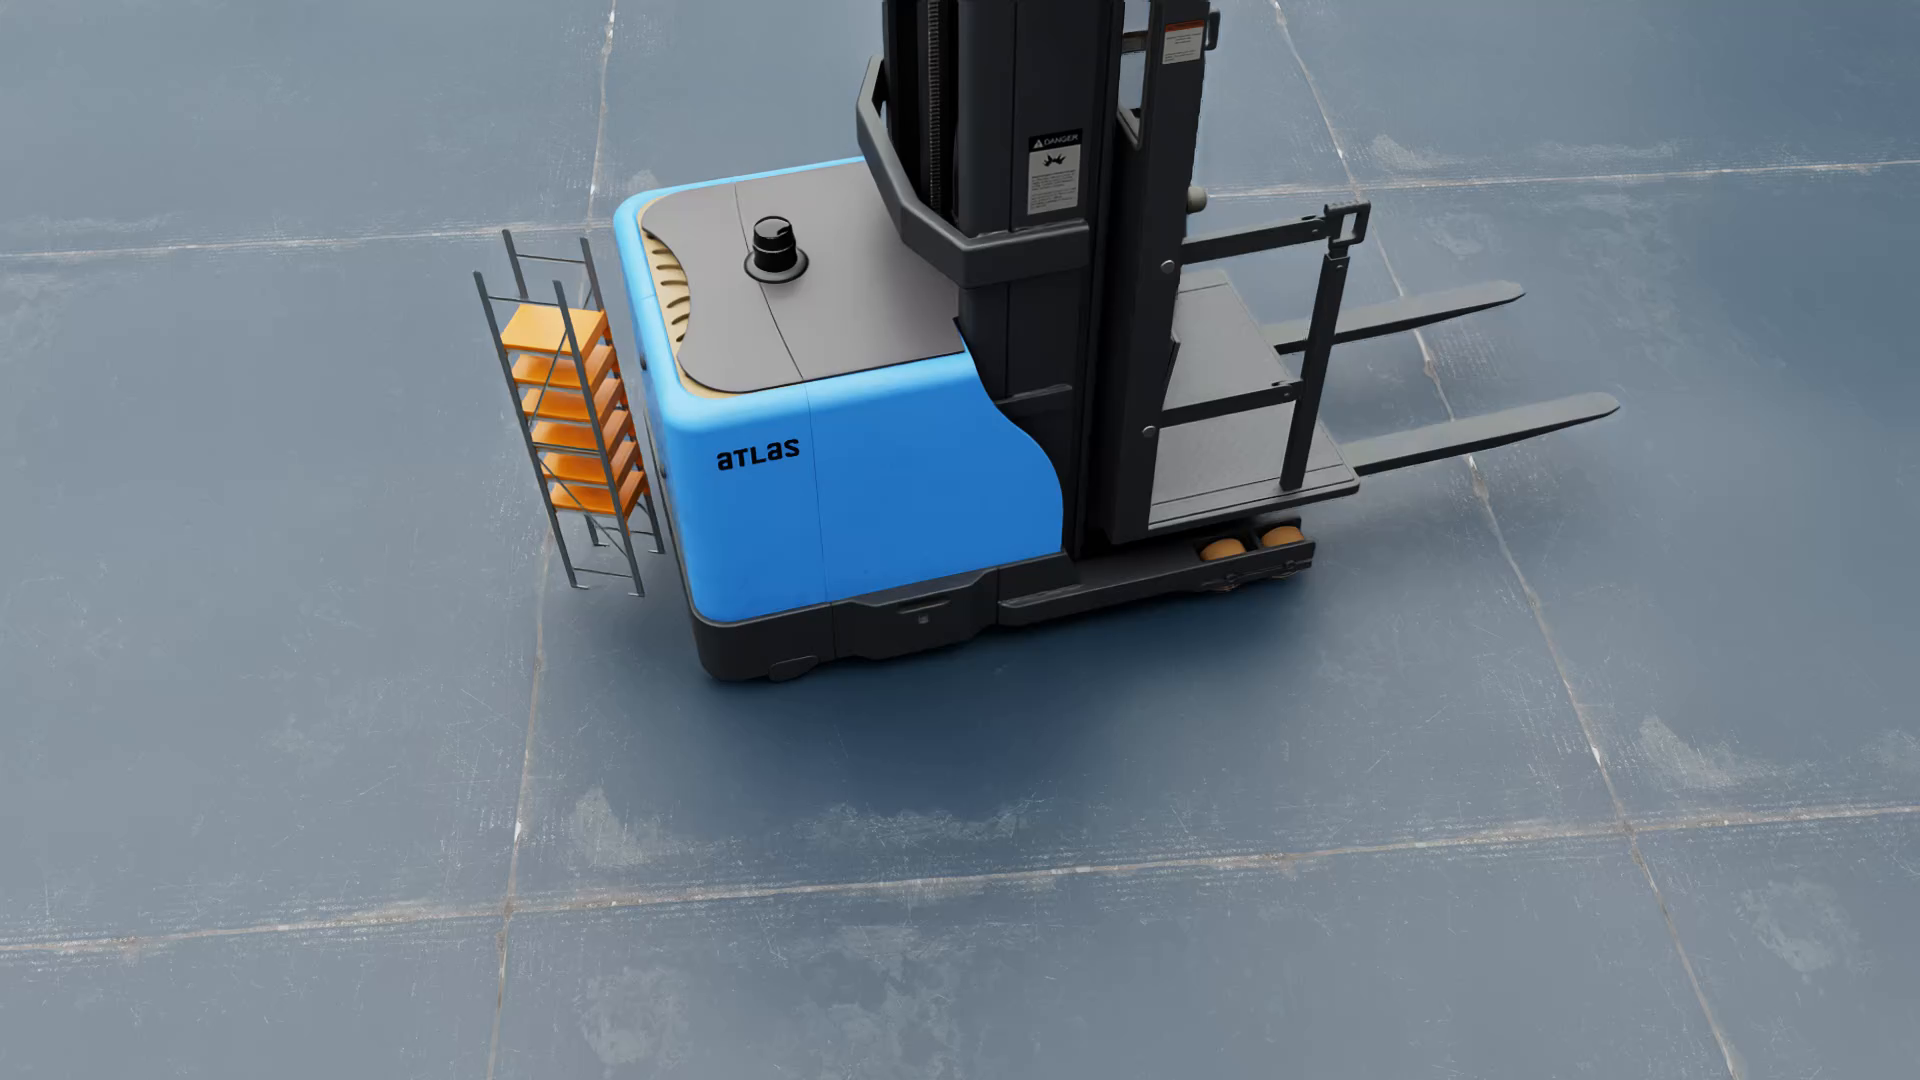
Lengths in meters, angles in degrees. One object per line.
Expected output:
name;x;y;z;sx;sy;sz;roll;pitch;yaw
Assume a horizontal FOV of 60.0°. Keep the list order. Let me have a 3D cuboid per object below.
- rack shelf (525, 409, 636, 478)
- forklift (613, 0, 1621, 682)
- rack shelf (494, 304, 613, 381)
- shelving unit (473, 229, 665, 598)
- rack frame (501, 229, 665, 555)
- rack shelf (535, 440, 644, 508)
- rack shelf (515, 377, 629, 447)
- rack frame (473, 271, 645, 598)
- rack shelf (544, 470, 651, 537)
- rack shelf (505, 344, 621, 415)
rack shelf;-1.081;-0.291;4.752;0.258;0.103;0.180;8;47;10
forklift;0.582;-1.209;4.376;3.031;2.935;1.130;-12;48;-11
rack shelf;-1.096;-0.540;4.492;0.258;0.103;0.180;8;47;10
shelving unit;-1.083;-0.322;4.720;0.258;1.200;0.189;8;47;10
rack frame;-1.063;-0.387;4.781;0.240;1.200;0.006;8;47;10
rack shelf;-1.076;-0.208;4.839;0.258;0.103;0.180;8;47;10
rack shelf;-1.086;-0.374;4.666;0.258;0.103;0.180;8;47;10
rack frame;-1.103;-0.257;4.659;0.240;1.200;0.006;8;47;10
rack shelf;-1.071;-0.125;4.925;0.258;0.103;0.180;8;47;10
rack shelf;-1.091;-0.457;4.579;0.258;0.103;0.180;8;47;10
